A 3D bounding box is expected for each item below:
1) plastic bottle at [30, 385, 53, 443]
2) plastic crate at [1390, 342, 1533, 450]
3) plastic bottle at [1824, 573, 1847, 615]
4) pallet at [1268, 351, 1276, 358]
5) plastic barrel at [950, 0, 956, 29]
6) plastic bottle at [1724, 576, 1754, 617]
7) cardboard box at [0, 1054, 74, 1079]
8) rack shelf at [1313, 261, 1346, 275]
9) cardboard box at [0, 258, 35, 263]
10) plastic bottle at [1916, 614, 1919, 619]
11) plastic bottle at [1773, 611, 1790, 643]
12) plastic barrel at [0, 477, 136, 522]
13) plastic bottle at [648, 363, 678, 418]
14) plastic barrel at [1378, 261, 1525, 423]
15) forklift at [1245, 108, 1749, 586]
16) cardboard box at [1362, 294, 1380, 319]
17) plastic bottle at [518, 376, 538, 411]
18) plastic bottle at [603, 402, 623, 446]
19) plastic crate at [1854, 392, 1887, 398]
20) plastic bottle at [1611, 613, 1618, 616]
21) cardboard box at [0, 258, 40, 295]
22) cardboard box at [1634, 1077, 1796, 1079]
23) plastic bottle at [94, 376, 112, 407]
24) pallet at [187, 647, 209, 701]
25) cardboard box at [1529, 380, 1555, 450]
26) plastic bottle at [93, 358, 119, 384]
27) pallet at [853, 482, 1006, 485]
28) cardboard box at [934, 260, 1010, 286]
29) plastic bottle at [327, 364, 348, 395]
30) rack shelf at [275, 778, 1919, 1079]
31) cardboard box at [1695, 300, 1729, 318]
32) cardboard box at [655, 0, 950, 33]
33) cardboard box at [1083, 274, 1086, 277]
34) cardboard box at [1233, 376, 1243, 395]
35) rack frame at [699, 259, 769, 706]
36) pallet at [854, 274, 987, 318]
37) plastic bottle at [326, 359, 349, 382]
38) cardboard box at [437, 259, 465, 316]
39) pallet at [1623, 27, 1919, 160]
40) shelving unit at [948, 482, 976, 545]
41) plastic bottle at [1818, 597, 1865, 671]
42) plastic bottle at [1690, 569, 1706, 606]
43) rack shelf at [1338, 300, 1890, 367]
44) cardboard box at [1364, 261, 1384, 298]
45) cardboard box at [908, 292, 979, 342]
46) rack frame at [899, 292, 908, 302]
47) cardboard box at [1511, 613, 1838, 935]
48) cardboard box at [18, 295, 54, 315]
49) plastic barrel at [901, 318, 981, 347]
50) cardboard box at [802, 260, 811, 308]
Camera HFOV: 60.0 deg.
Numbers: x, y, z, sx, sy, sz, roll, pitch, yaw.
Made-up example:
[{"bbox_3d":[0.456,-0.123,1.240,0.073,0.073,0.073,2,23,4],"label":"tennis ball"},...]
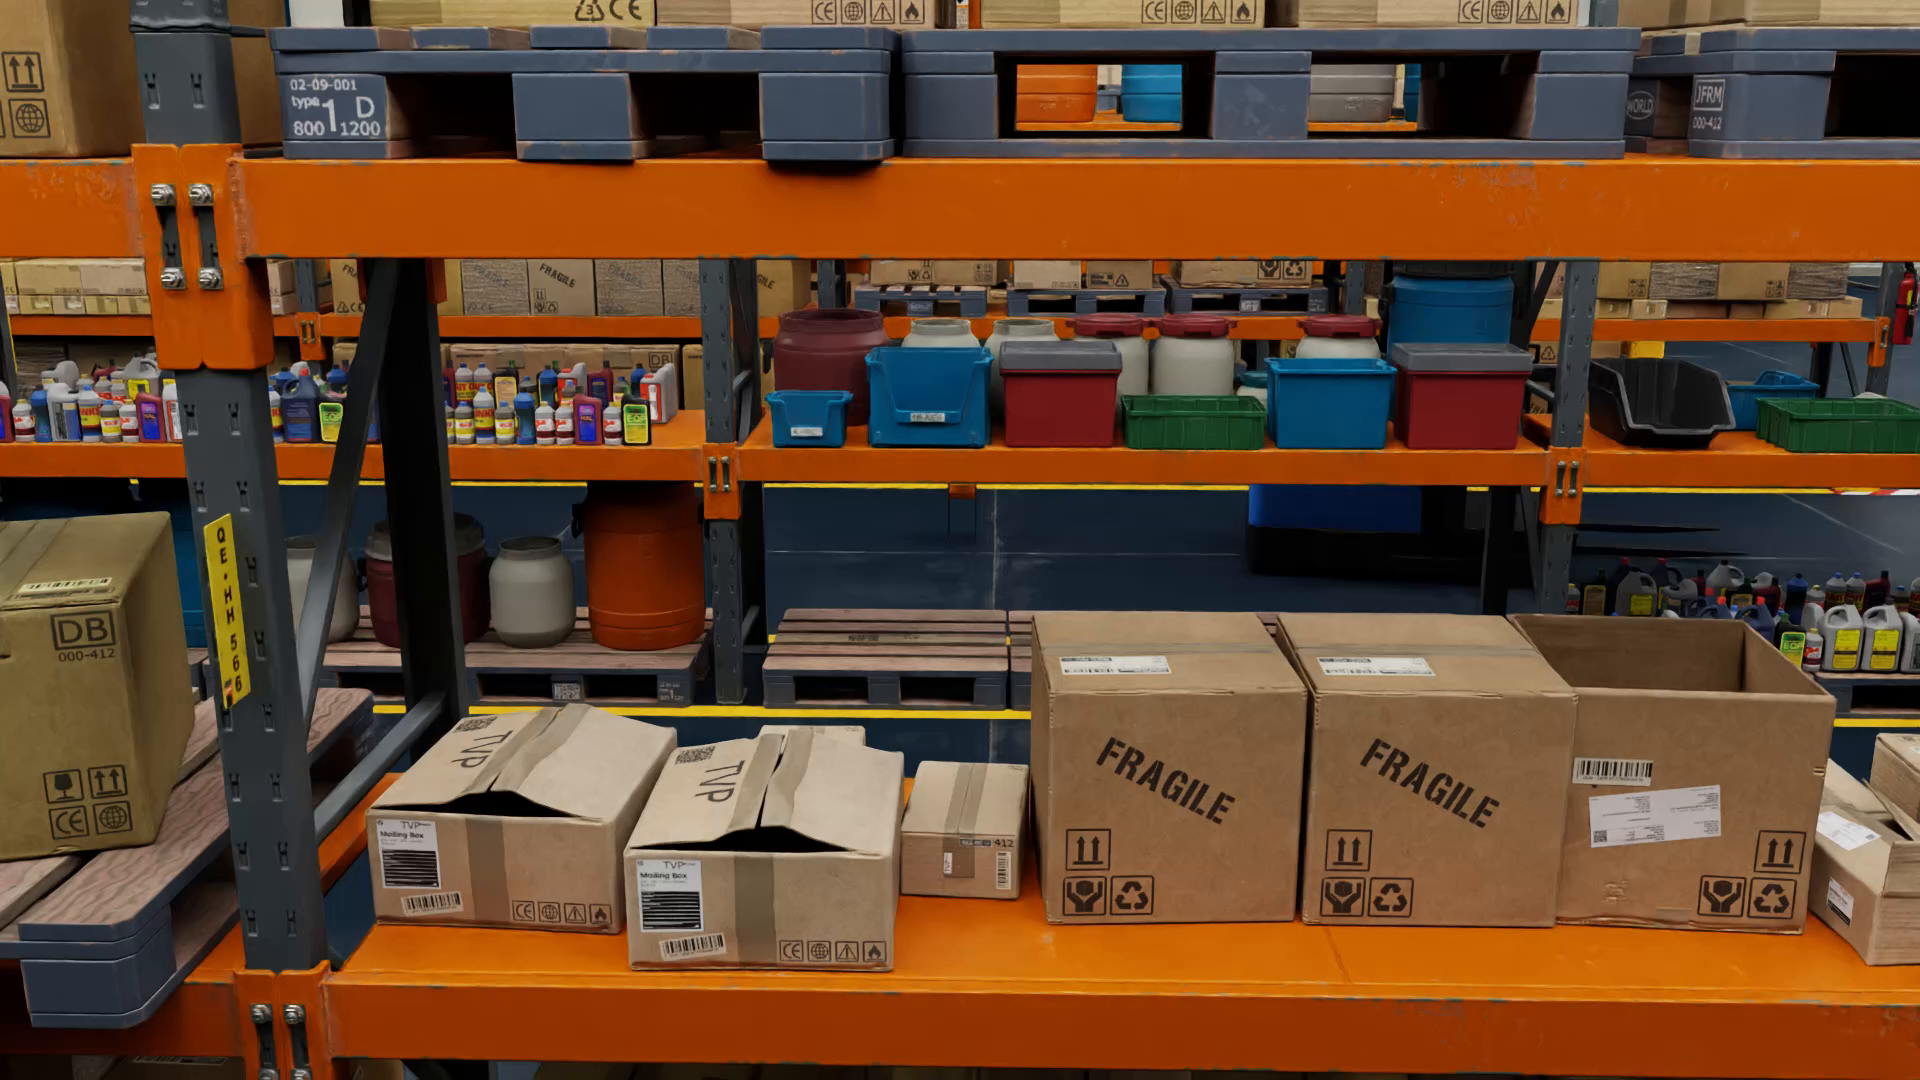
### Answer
[{"bbox_3d":[-4.428,-0.612,8.033,0.097,0.271,0.097,0,15,0],"label":"plastic bottle"},{"bbox_3d":[2.375,-0.687,7.939,0.583,0.464,0.402,0,15,1],"label":"plastic crate"},{"bbox_3d":[4.619,0.307,8.781,0.097,0.271,0.097,0,15,0],"label":"plastic bottle"},{"bbox_3d":[3.979,-1.885,18.072,1.213,0.211,1.003,0,15,1],"label":"pallet"},{"bbox_3d":[-0.316,-2.389,7.653,0.600,0.901,0.600,0,15,0],"label":"plastic barrel"},{"bbox_3d":[4.056,0.330,8.672,0.133,0.283,0.061,0,15,1],"label":"plastic bottle"},{"bbox_3d":[-2.259,1.194,3.503,0.500,0.250,0.500,1,15,4],"label":"cardboard box"},{"bbox_3d":[5.221,-2.898,17.853,4.000,0.370,1.077,0,15,1],"label":"rack shelf"},{"bbox_3d":[-7.512,-2.429,12.908,0.500,0.500,0.500,0,15,0],"label":"cardboard box"},{"bbox_3d":[4.769,0.460,8.180,0.133,0.283,0.061,0,15,1],"label":"plastic bottle"},{"bbox_3d":[4.000,0.479,8.130,0.097,0.271,0.097,0,15,0],"label":"plastic bottle"},{"bbox_3d":[-4.587,0.036,8.613,0.708,0.901,0.600,0,15,1],"label":"plastic barrel"},{"bbox_3d":[-1.556,-0.782,8.669,0.135,0.276,0.152,0,15,1],"label":"plastic bottle"},{"bbox_3d":[2.489,-1.053,8.470,0.708,0.901,0.600,0,15,1],"label":"plastic barrel"},{"bbox_3d":[3.381,-1.269,10.404,3.031,2.935,1.130,3,15,9],"label":"forklift"},{"bbox_3d":[3.201,-1.795,12.755,0.250,0.149,0.380,0,15,1],"label":"cardboard box"},{"bbox_3d":[-2.267,-0.758,8.722,0.097,0.201,0.097,0,15,0],"label":"plastic bottle"},{"bbox_3d":[-1.662,-0.560,7.973,0.097,0.201,0.097,0,15,0],"label":"plastic bottle"},{"bbox_3d":[4.497,-0.658,8.469,0.437,0.136,0.530,0,15,1],"label":"plastic crate"},{"bbox_3d":[3.174,0.489,8.091,0.097,0.271,0.097,0,15,0],"label":"plastic bottle"},{"bbox_3d":[-7.508,-2.066,13.001,0.500,0.250,0.500,0,15,0],"label":"cardboard box"},{"bbox_3d":[1.830,1.317,3.937,0.500,0.311,0.500,0,15,1],"label":"cardboard box"},{"bbox_3d":[-4.480,-0.757,8.718,0.097,0.201,0.097,0,15,0],"label":"plastic bottle"},{"bbox_3d":[-4.360,0.581,8.725,1.213,0.211,1.003,0,15,1],"label":"pallet"},{"bbox_3d":[4.588,-0.990,13.289,0.500,0.500,0.500,-1,15,-4],"label":"cardboard box"},{"bbox_3d":[-4.496,-0.817,8.785,0.133,0.283,0.061,0,15,1],"label":"plastic bottle"},{"bbox_3d":[-0.224,-0.666,13.452,1.213,0.211,1.003,0,15,1],"label":"pallet"},{"bbox_3d":[0.096,-2.300,13.159,0.500,0.500,0.700,3,15,10],"label":"cardboard box"},{"bbox_3d":[-3.244,-0.783,8.679,0.097,0.271,0.097,0,15,0],"label":"plastic bottle"},{"bbox_3d":[0.737,0.867,3.584,4.000,0.370,1.077,0,15,1],"label":"rack shelf"},{"bbox_3d":[5.702,-1.804,12.790,0.250,0.149,0.380,0,15,1],"label":"cardboard box"},{"bbox_3d":[-0.282,-1.087,3.173,0.500,0.250,0.500,1,15,3],"label":"cardboard box"},{"bbox_3d":[2.003,-3.461,22.904,0.625,0.372,0.950,1,15,5],"label":"cardboard box"},{"bbox_3d":[2.380,-1.008,13.317,0.500,0.500,0.700,-1,15,-3],"label":"cardboard box"},{"bbox_3d":[-1.132,-0.757,8.330,0.127,3.000,1.000,0,15,1],"label":"rack frame"},{"bbox_3d":[-0.290,-1.950,13.227,1.003,0.211,1.213,0,15,1],"label":"pallet"},{"bbox_3d":[-3.260,-0.809,8.754,0.133,0.283,0.061,0,15,1],"label":"plastic bottle"},{"bbox_3d":[-4.048,-2.025,12.939,0.500,0.500,0.500,0,15,2],"label":"cardboard box"},{"bbox_3d":[1.855,-0.828,3.094,1.217,0.209,0.805,0,15,-1],"label":"pallet"},{"bbox_3d":[0.014,-0.580,11.187,0.189,1.200,0.258,0,15,1],"label":"shelving unit"},{"bbox_3d":[4.277,0.452,8.077,0.185,0.351,0.144,0,15,1],"label":"plastic bottle"},{"bbox_3d":[3.874,0.292,8.816,0.133,0.283,0.061,1,15,5],"label":"plastic bottle"},{"bbox_3d":[4.993,-1.633,13.061,4.000,0.370,1.077,0,15,1],"label":"rack shelf"},{"bbox_3d":[3.442,-2.168,12.897,0.500,0.500,0.875,0,15,1],"label":"cardboard box"},{"bbox_3d":[-0.171,-2.373,18.041,0.750,0.750,1.050,0,15,1],"label":"cardboard box"},{"bbox_3d":[-0.752,-4.548,22.696,0.127,3.000,1.000,0,15,1],"label":"rack frame"},{"bbox_3d":[1.443,0.471,3.478,0.500,0.500,0.500,1,15,5],"label":"cardboard box"},{"bbox_3d":[-7.118,-1.855,12.983,0.250,0.149,0.380,0,15,0],"label":"cardboard box"},{"bbox_3d":[-0.098,-0.859,8.497,0.421,0.512,0.421,0,15,0],"label":"plastic barrel"},{"bbox_3d":[-1.484,-2.141,13.380,0.500,0.500,0.500,1,15,3],"label":"cardboard box"}]
